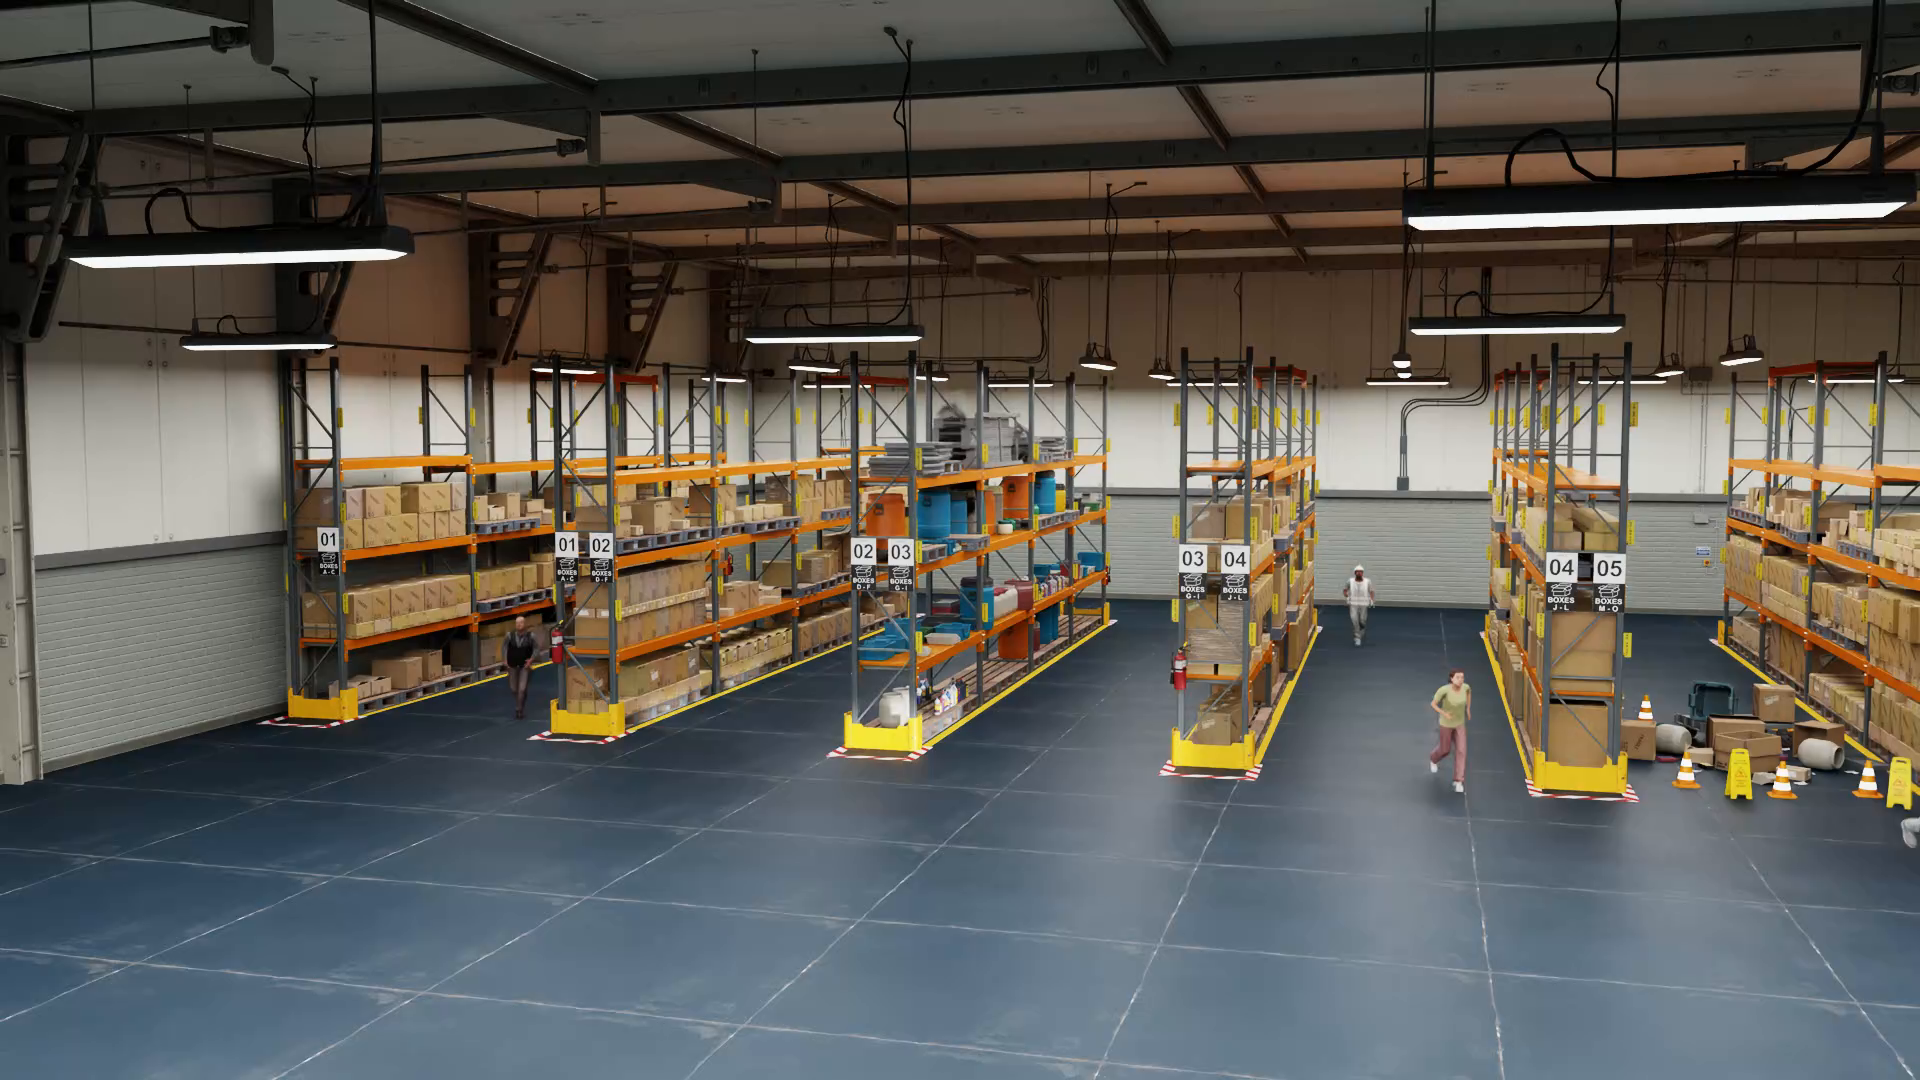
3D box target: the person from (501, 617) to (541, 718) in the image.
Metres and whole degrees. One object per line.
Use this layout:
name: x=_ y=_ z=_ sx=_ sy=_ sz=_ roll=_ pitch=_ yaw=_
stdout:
person: x=-7.368 y=2.121 z=27.947 sx=0.667 sy=1.677 sz=0.647 roll=0 pitch=4 yaw=-3

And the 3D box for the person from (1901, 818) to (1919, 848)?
person: x=10.937 y=2.827 z=18.536 sx=0.646 sy=1.720 sz=0.921 roll=-1 pitch=4 yaw=-19

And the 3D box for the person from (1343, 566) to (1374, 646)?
person: x=8.815 y=1.439 z=36.815 sx=0.682 sy=1.746 sz=0.699 roll=1 pitch=4 yaw=12

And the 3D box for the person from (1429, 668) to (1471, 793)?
person: x=6.681 y=2.527 z=22.628 sx=0.610 sy=1.634 sz=1.045 roll=-1 pitch=4 yaw=-9
